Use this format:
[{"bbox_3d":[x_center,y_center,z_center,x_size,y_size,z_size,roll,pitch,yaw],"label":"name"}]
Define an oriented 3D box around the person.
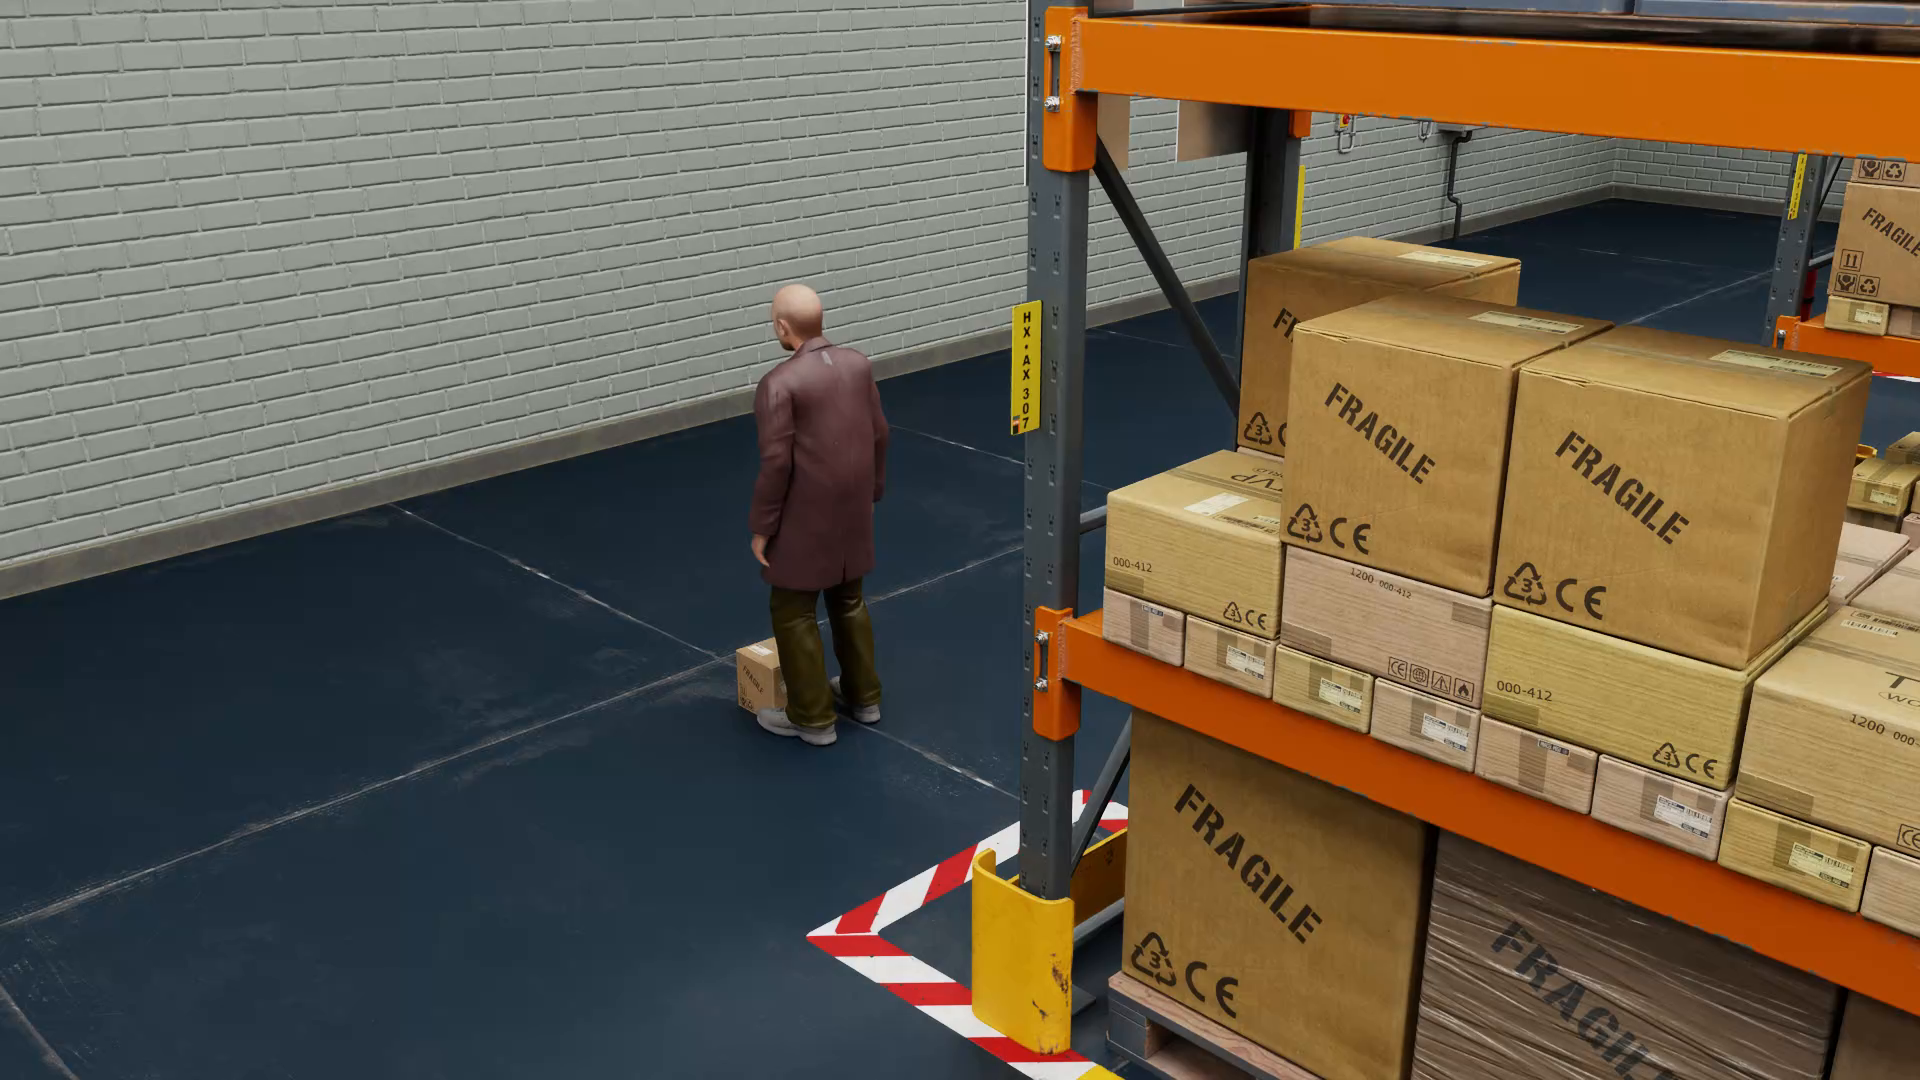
[{"bbox_3d":[-0.545,-0.093,6.352,0.428,1.773,0.641,19,27,41],"label":"person"}]
